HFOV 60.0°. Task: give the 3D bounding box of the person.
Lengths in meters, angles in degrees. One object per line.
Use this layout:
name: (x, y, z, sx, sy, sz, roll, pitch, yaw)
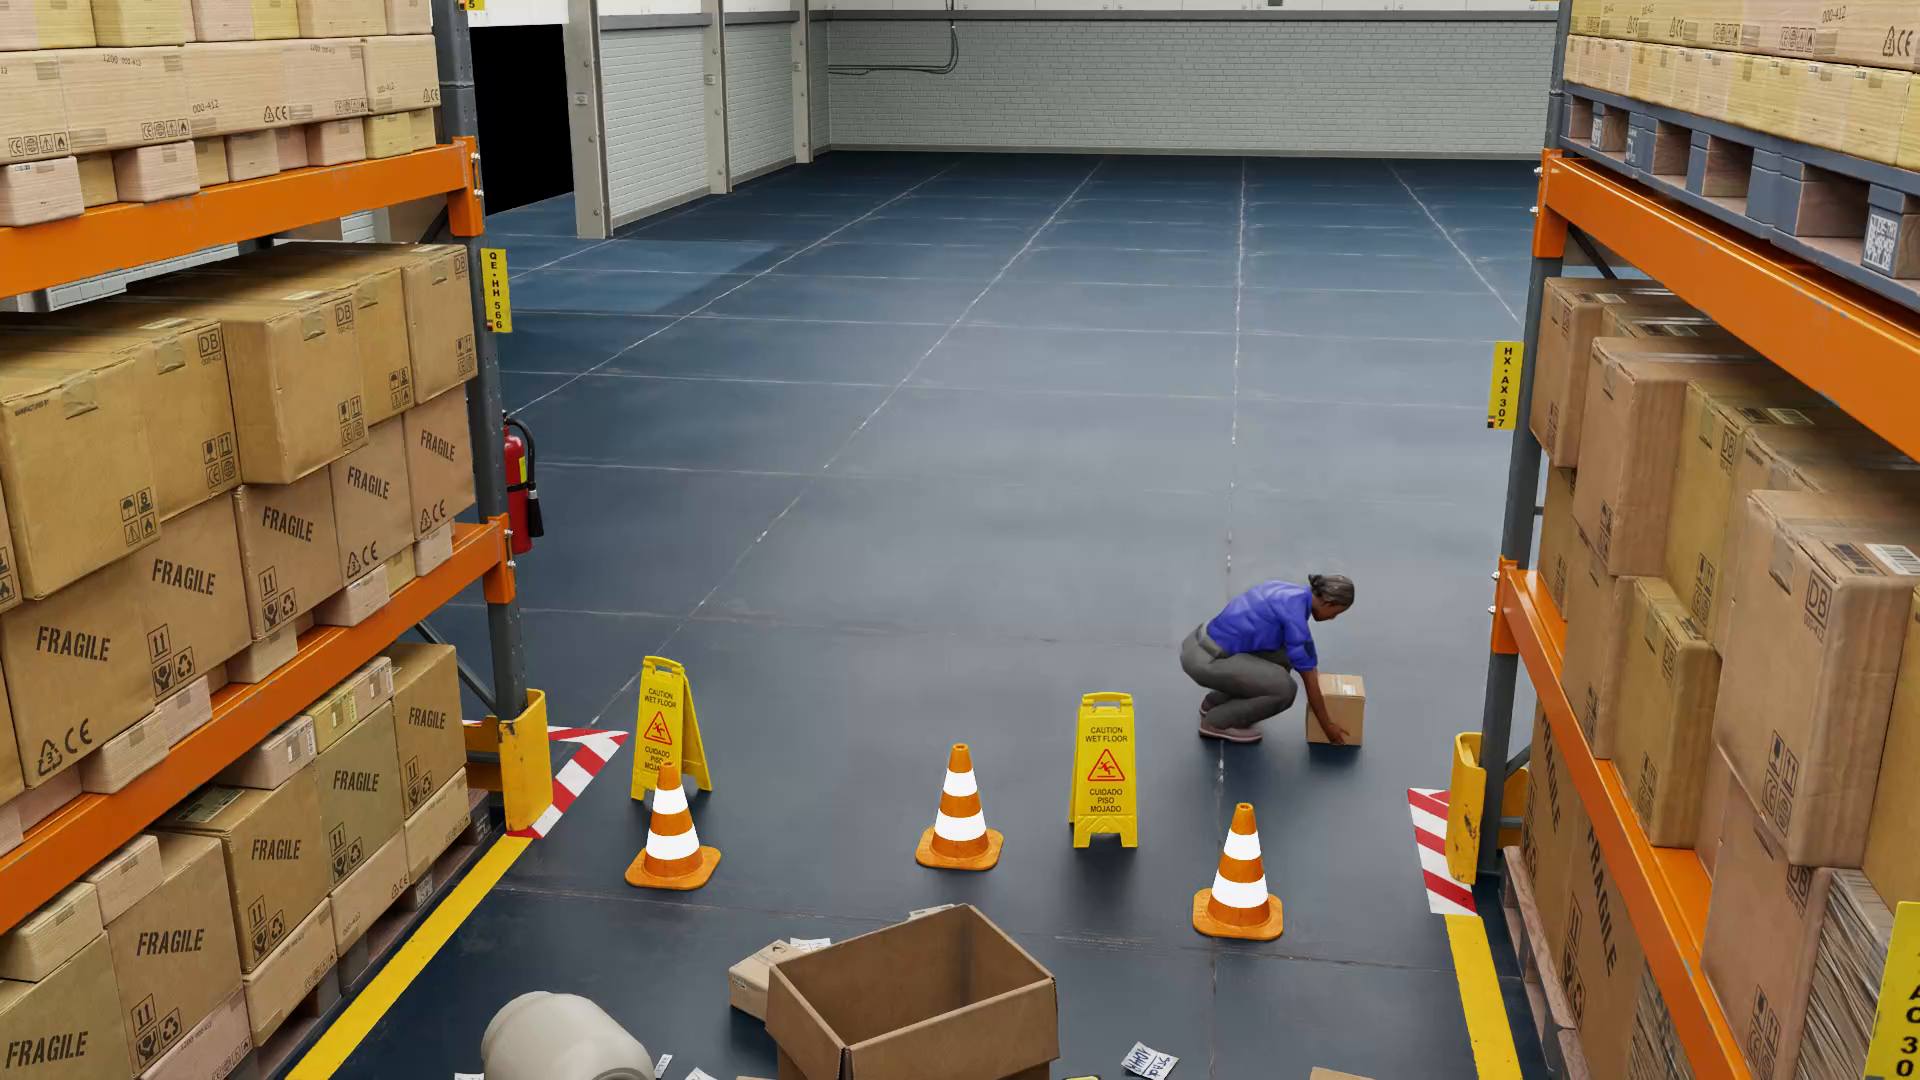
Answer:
person: (1.447, 0.542, 7.847, 0.810, 0.813, 0.480, 3, 18, 9)
